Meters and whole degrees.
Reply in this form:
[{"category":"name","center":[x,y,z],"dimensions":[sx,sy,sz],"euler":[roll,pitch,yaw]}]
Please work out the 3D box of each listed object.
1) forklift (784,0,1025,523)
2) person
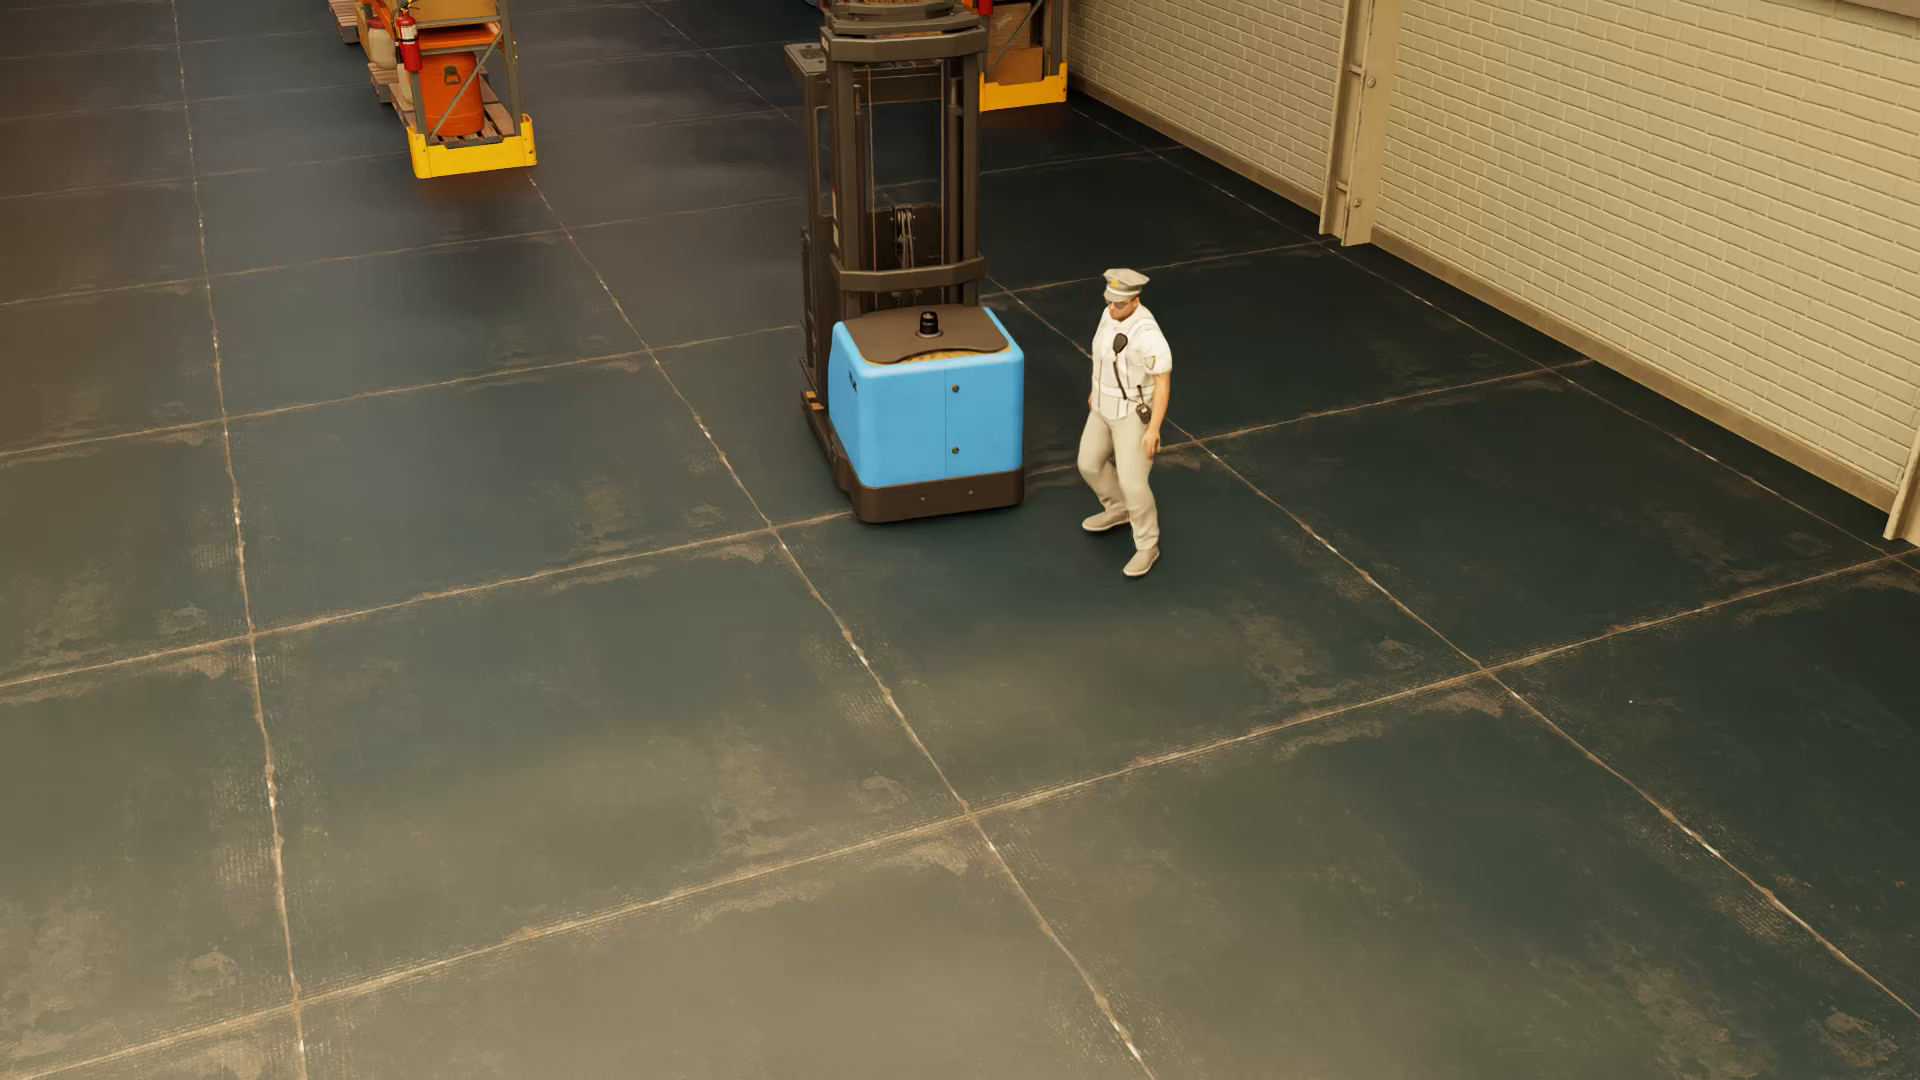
[{"category":"forklift","center":[-0.481,-2.094,10.783],"dimensions":[1.130,2.935,3.031],"euler":[-8,31,-13]},{"category":"person","center":[0.962,-0.743,9.637],"dimensions":[0.417,1.724,0.831],"euler":[-16,33,-26]}]
